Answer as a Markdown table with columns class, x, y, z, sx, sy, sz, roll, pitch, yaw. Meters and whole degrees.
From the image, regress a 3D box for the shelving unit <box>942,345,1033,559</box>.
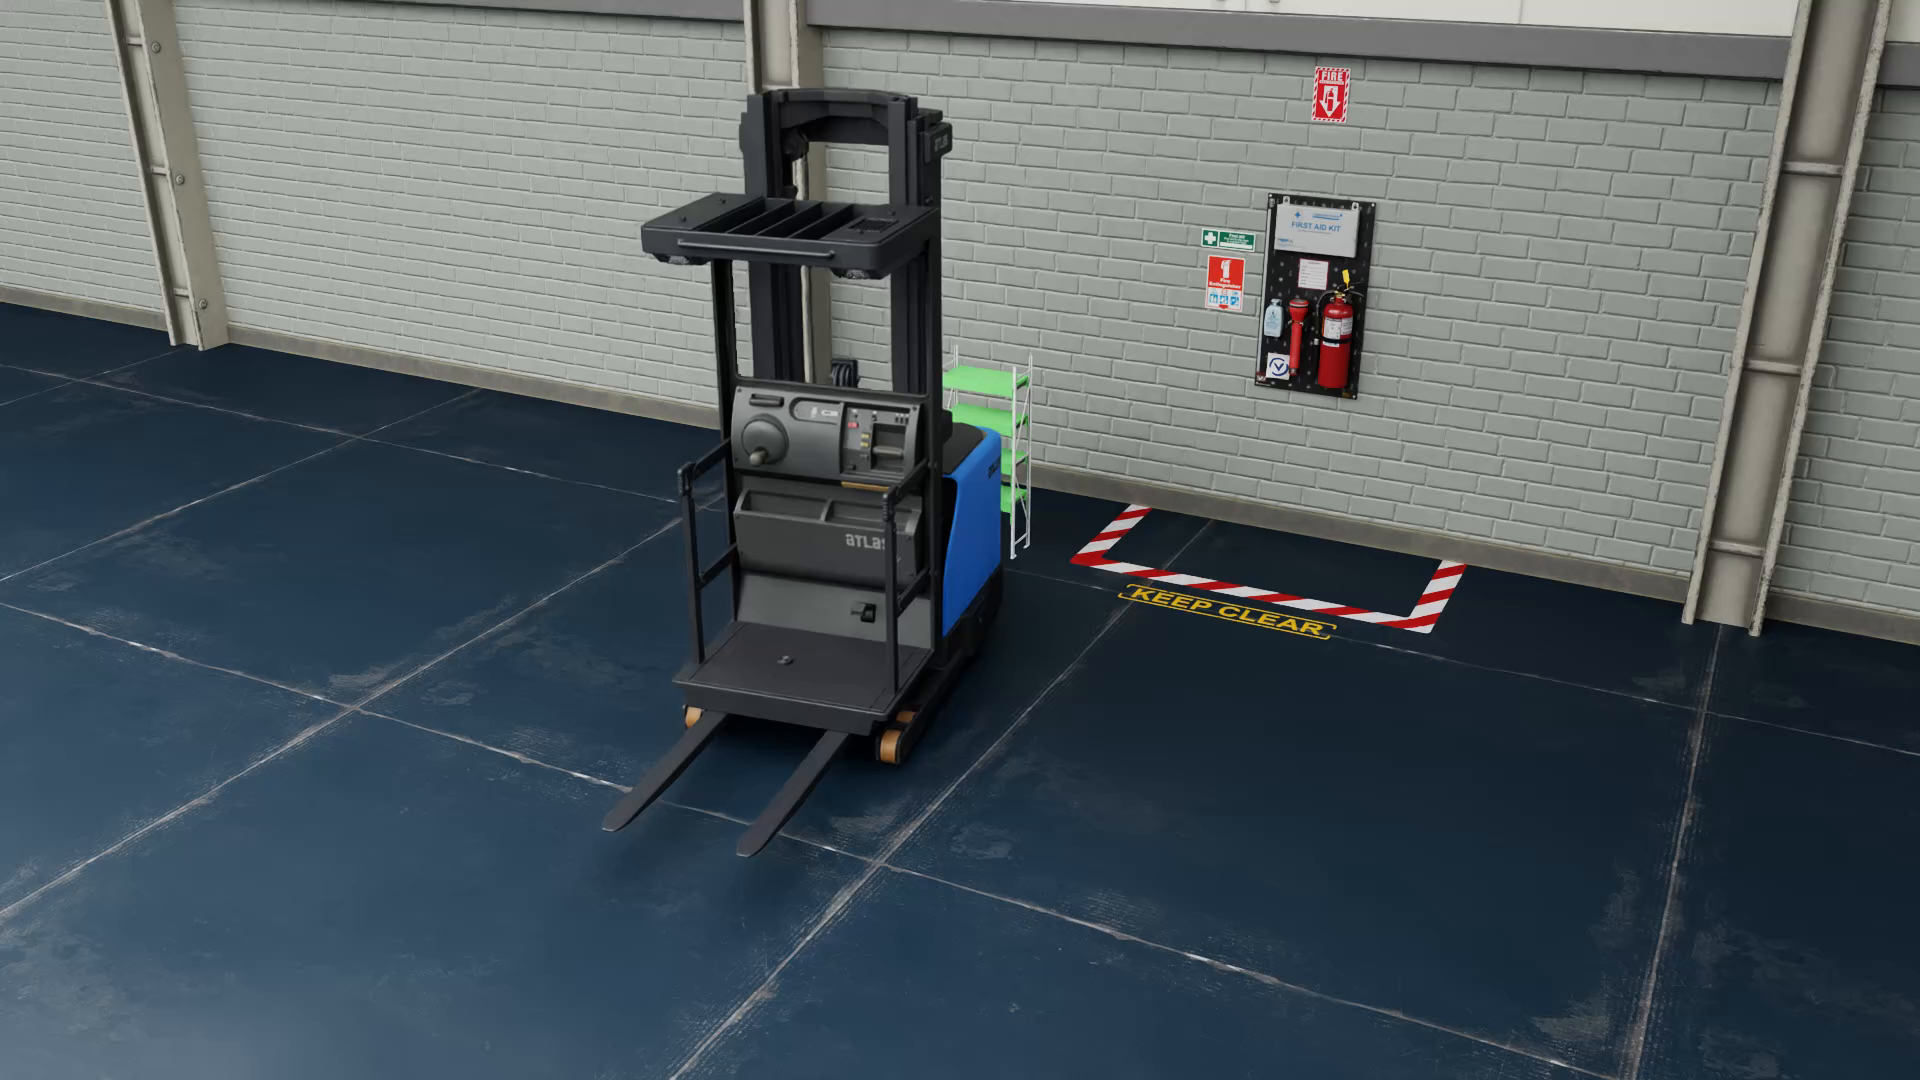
| class | x | y | z | sx | sy | sz | roll | pitch | yaw |
| --- | --- | --- | --- | --- | --- | --- | --- | --- | --- |
| shelving unit | 0.148 | -0.523 | 9.946 | 0.503 | 1.200 | 0.258 | 11 | 25 | 25 |

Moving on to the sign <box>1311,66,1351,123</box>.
| class | x | y | z | sx | sy | sz | roll | pitch | yaw |
| --- | --- | --- | --- | --- | --- | --- | --- | --- | --- |
| sign | 2.079 | -2.497 | 9.326 | 0.199 | 0.298 | 0.001 | 11 | 25 | 25 |

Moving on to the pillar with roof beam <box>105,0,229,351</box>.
| class | x | y | z | sx | sy | sz | roll | pitch | yaw |
| --- | --- | --- | --- | --- | --- | --- | --- | --- | --- |
| pillar with roof beam | -8.422 | -4.320 | 8.910 | 0.400 | 9.000 | 9.100 | 11 | 25 | 25 |

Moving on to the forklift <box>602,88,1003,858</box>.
| class | x | y | z | sx | sy | sz | roll | pitch | yaw |
| --- | --- | --- | --- | --- | --- | --- | --- | --- | --- |
| forklift | -0.699 | -0.473 | 7.618 | 1.130 | 2.935 | 3.031 | 7 | 24 | 16 |

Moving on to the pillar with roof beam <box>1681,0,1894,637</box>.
| class | x | y | z | sx | sy | sz | roll | pitch | yaw |
| --- | --- | --- | --- | --- | --- | --- | --- | --- | --- |
| pillar with roof beam | 2.287 | -2.201 | 3.927 | 0.400 | 9.000 | 9.100 | 11 | 25 | 25 |

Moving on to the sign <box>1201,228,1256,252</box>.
| class | x | y | z | sx | sy | sz | roll | pitch | yaw |
| --- | --- | --- | --- | --- | --- | --- | --- | --- | --- |
| sign | 1.594 | -1.784 | 9.889 | 0.331 | 0.109 | 0.001 | 11 | 25 | 25 |

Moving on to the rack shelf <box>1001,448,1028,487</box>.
| class | x | y | z | sx | sy | sz | roll | pitch | yaw |
| --- | --- | --- | --- | --- | --- | --- | --- | --- | --- |
| rack shelf | 0.148 | -0.464 | 9.971 | 0.480 | 0.148 | 0.258 | 11 | 25 | 25 |

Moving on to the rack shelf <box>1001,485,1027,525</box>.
| class | x | y | z | sx | sy | sz | roll | pitch | yaw |
| --- | --- | --- | --- | --- | --- | --- | --- | --- | --- |
| rack shelf | 0.148 | -0.243 | 10.065 | 0.480 | 0.148 | 0.258 | 11 | 25 | 25 |

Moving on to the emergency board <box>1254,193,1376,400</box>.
| class | x | y | z | sx | sy | sz | roll | pitch | yaw |
| --- | --- | --- | --- | --- | --- | --- | --- | --- | --- |
| emergency board | 2.041 | -1.394 | 9.694 | 0.643 | 1.169 | 0.194 | 11 | 25 | 25 |

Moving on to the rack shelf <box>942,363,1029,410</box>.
| class | x | y | z | sx | sy | sz | roll | pitch | yaw |
| --- | --- | --- | --- | --- | --- | --- | --- | --- | --- |
| rack shelf | 0.148 | -0.906 | 9.784 | 0.480 | 0.148 | 0.258 | 11 | 25 | 25 |

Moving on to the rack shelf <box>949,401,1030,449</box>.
| class | x | y | z | sx | sy | sz | roll | pitch | yaw |
| --- | --- | --- | --- | --- | --- | --- | --- | --- | --- |
| rack shelf | 0.148 | -0.685 | 9.878 | 0.480 | 0.148 | 0.258 | 11 | 25 | 25 |

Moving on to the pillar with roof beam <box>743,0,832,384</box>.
| class | x | y | z | sx | sy | sz | roll | pitch | yaw |
| --- | --- | --- | --- | --- | --- | --- | --- | --- | --- |
| pillar with roof beam | -3.068 | -3.261 | 6.419 | 0.400 | 9.000 | 9.100 | 11 | 25 | 25 |

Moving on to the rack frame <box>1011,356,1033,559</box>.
| class | x | y | z | sx | sy | sz | roll | pitch | yaw |
| --- | --- | --- | --- | --- | --- | --- | --- | --- | --- |
| rack frame | 0.365 | -0.480 | 9.845 | 0.015 | 1.200 | 0.240 | 11 | 25 | 25 |

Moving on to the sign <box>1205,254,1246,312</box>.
| class | x | y | z | sx | sy | sz | roll | pitch | yaw |
| --- | --- | --- | --- | --- | --- | --- | --- | --- | --- |
| sign | 1.594 | -1.544 | 10.002 | 0.234 | 0.329 | 0.001 | 11 | 25 | 25 |

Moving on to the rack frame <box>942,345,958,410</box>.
| class | x | y | z | sx | sy | sz | roll | pitch | yaw |
| --- | --- | --- | --- | --- | --- | --- | --- | --- | --- |
| rack frame | -0.070 | -0.566 | 10.048 | 0.015 | 1.200 | 0.240 | 11 | 25 | 25 |

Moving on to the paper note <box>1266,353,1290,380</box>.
| class | x | y | z | sx | sy | sz | roll | pitch | yaw |
| --- | --- | --- | --- | --- | --- | --- | --- | --- | --- |
| paper note | 1.914 | -1.044 | 9.997 | 0.142 | 0.148 | 0.016 | 11 | 25 | 25 |
